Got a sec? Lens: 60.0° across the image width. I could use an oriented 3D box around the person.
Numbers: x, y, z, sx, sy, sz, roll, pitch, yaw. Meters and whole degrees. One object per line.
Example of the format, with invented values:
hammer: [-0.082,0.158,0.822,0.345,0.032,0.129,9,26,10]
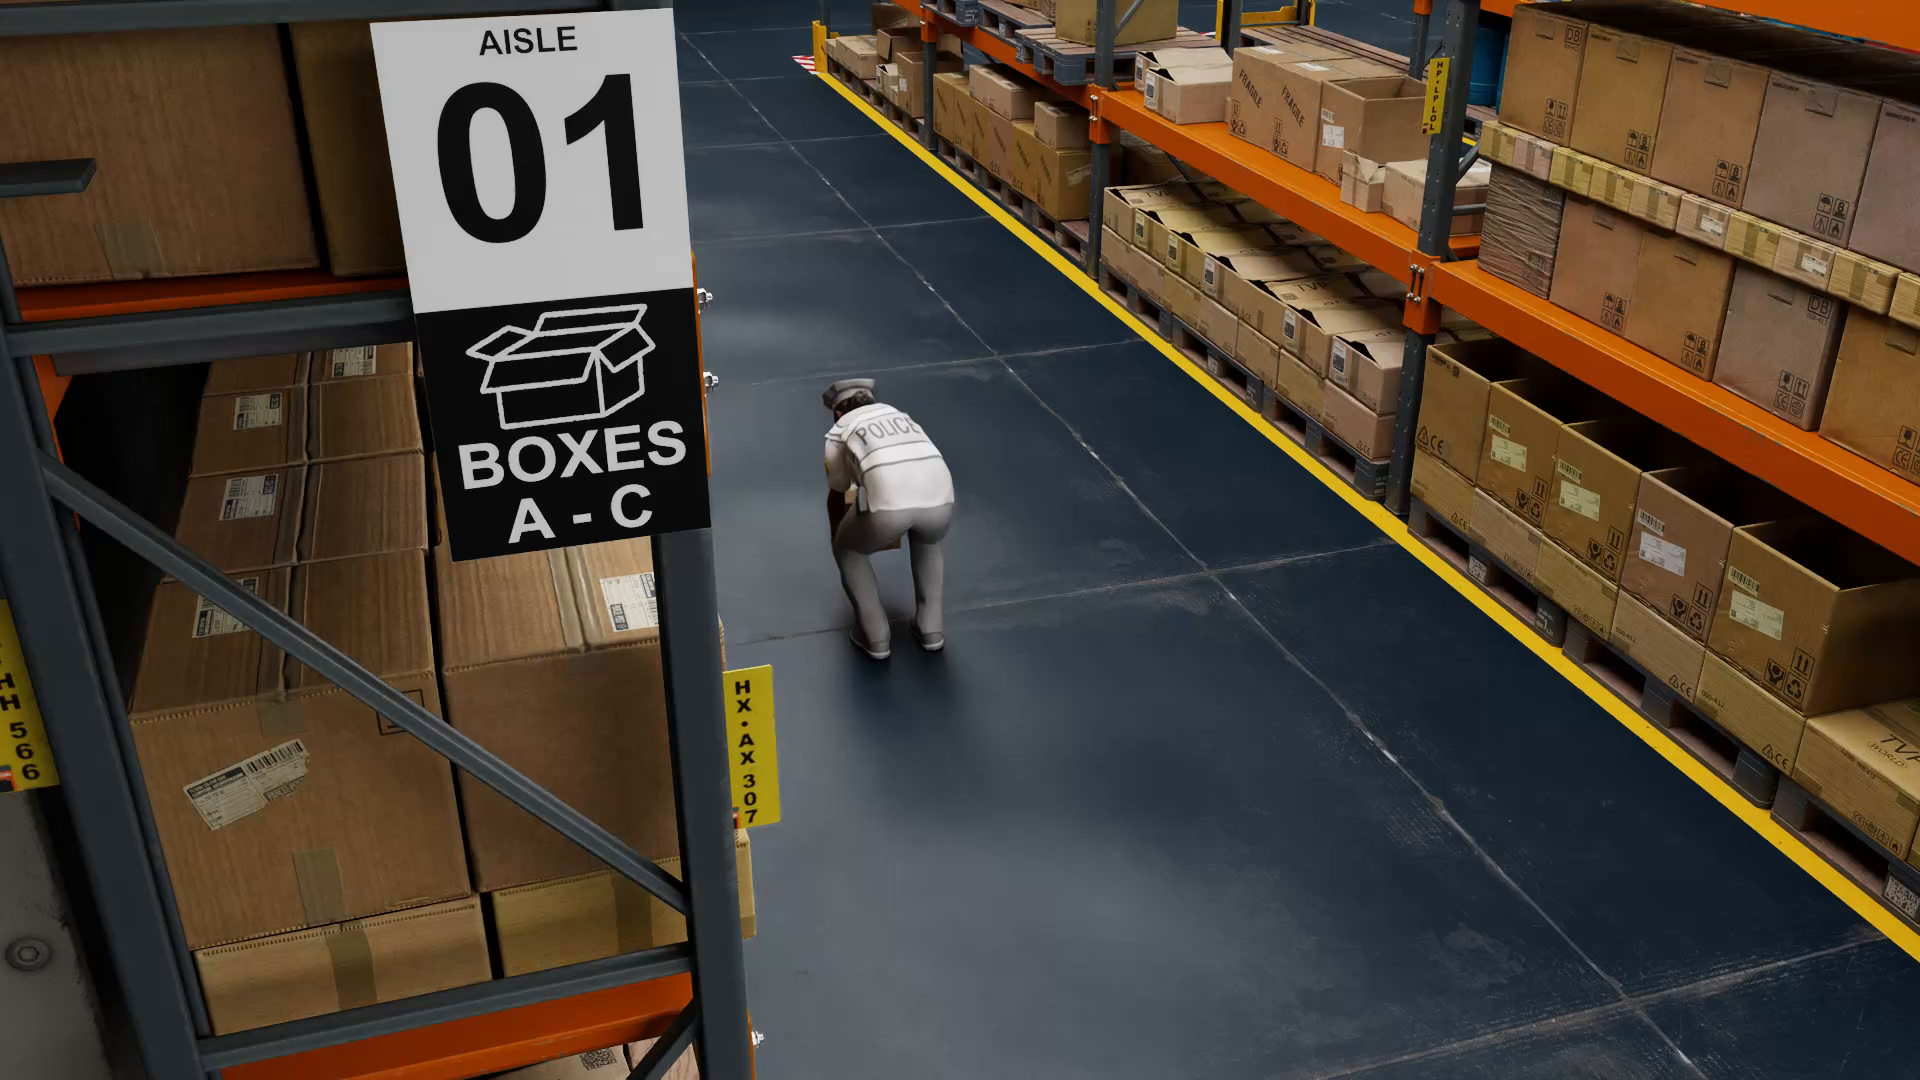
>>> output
person: [-0.328,-0.100,7.030,0.464,1.029,0.933,-10,28,-18]
